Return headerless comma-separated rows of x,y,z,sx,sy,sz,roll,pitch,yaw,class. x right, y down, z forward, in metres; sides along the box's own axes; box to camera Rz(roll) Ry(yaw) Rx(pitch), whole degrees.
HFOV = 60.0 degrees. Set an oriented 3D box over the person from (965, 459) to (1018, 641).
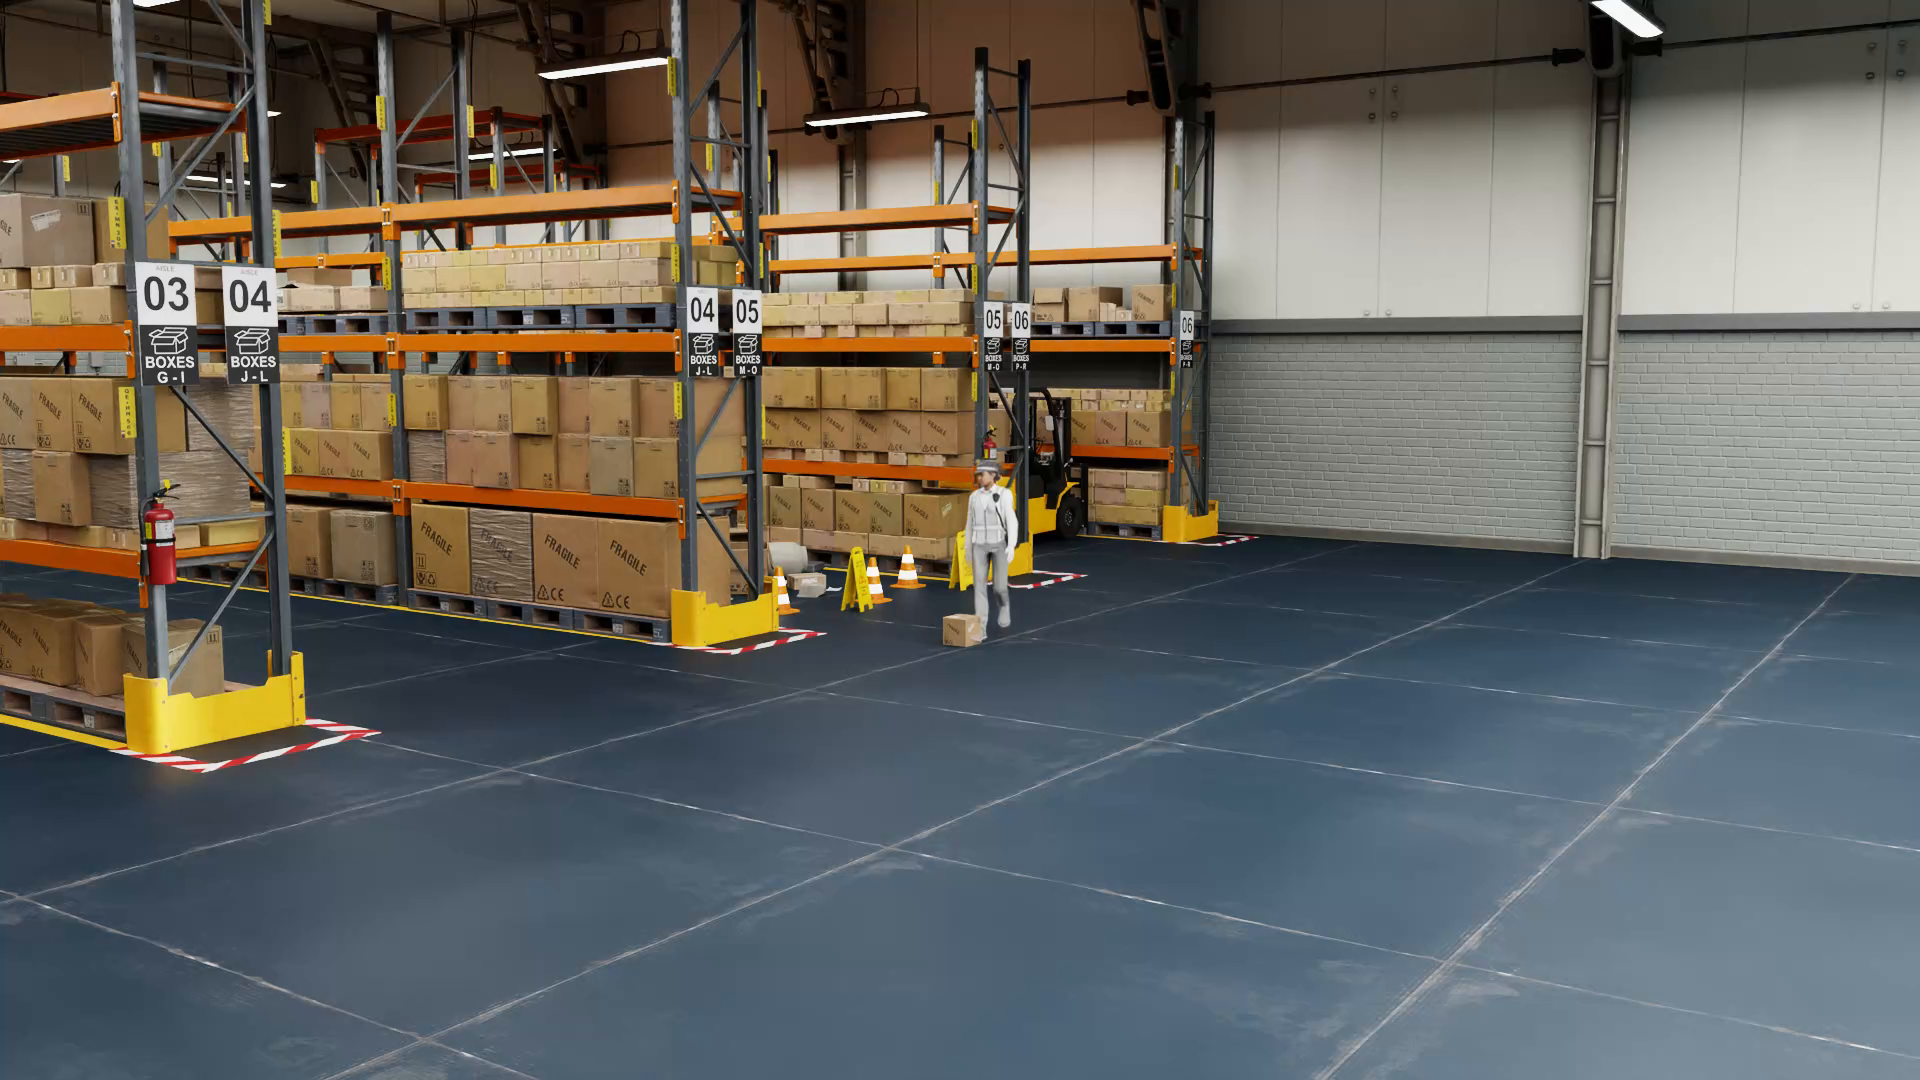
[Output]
0.256,0.080,15.282,0.551,1.641,0.762,3,7,22,person
